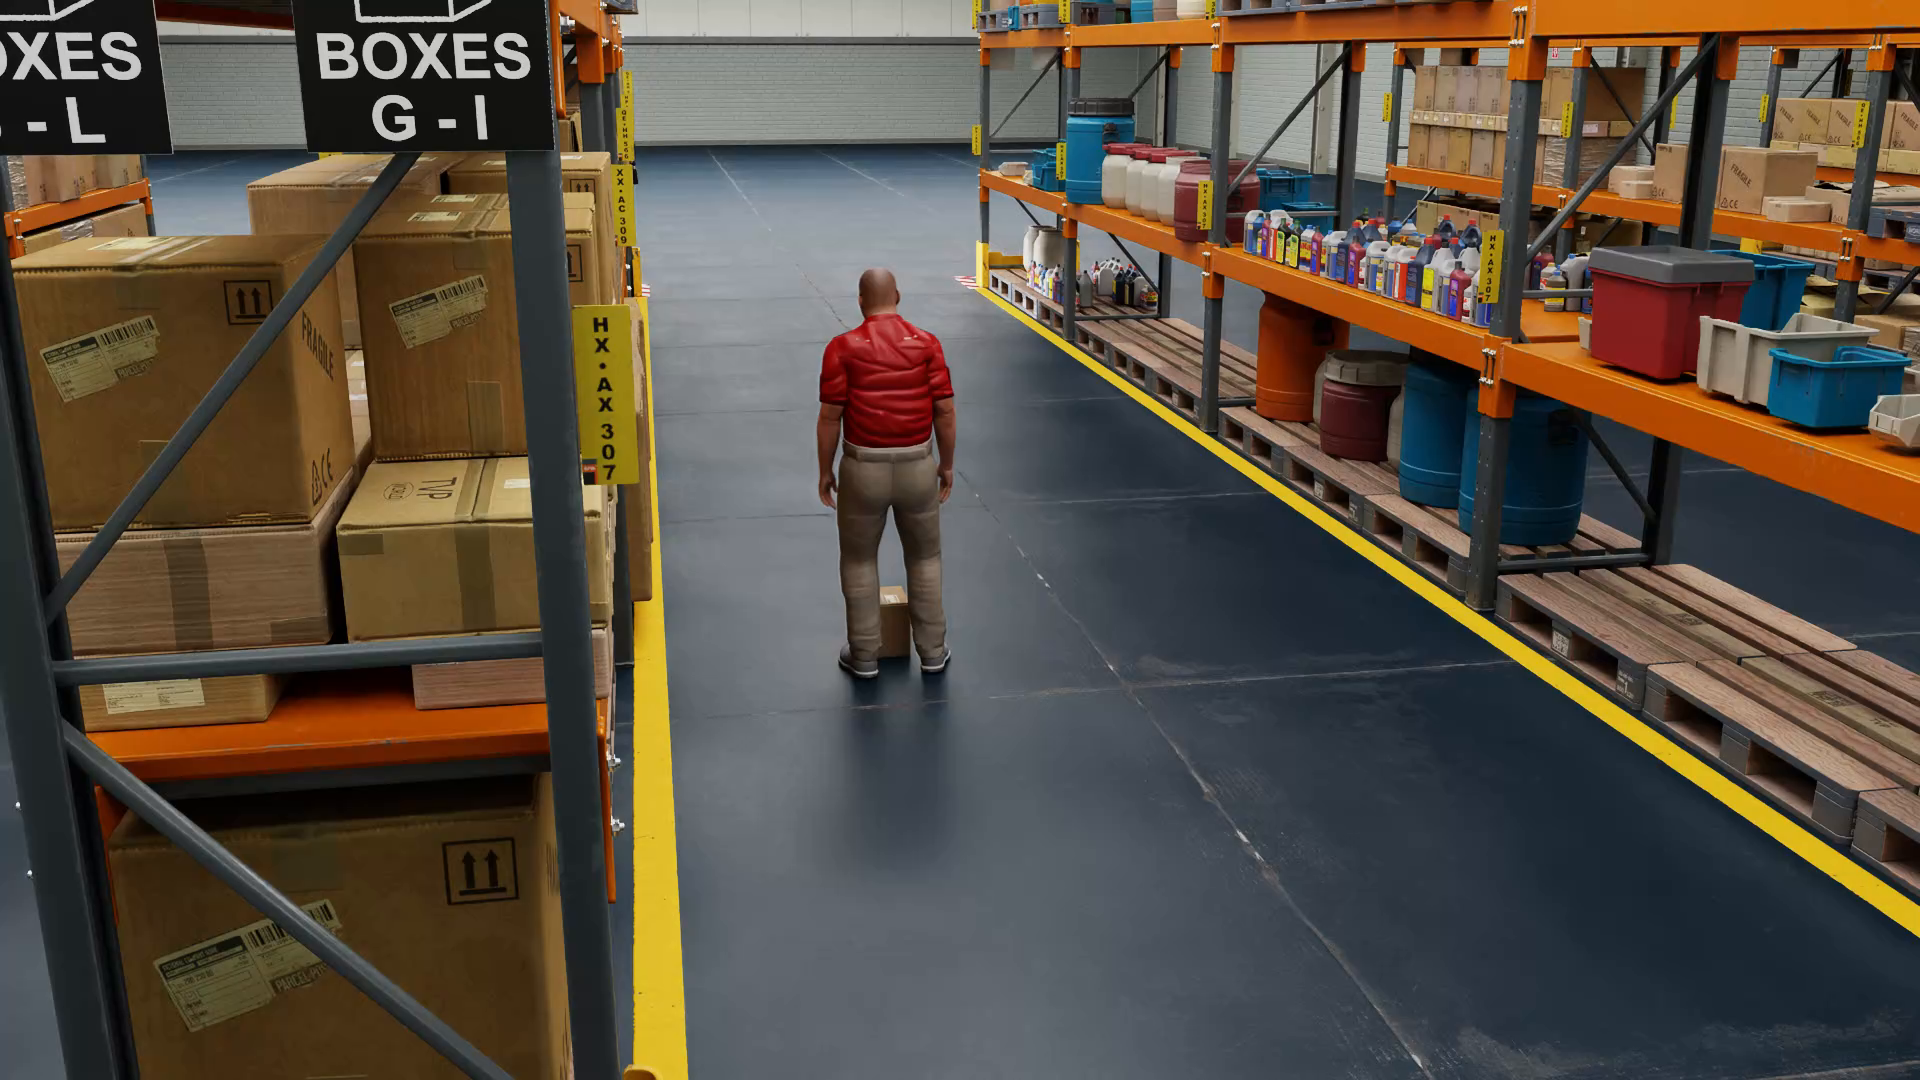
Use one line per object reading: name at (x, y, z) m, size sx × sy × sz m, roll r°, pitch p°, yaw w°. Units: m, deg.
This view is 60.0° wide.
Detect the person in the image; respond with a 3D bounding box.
person at (-0.304, -0.273, 6.997) m, size 0.585 × 1.726 × 0.396 m, roll -3°, pitch 17°, yaw -10°
